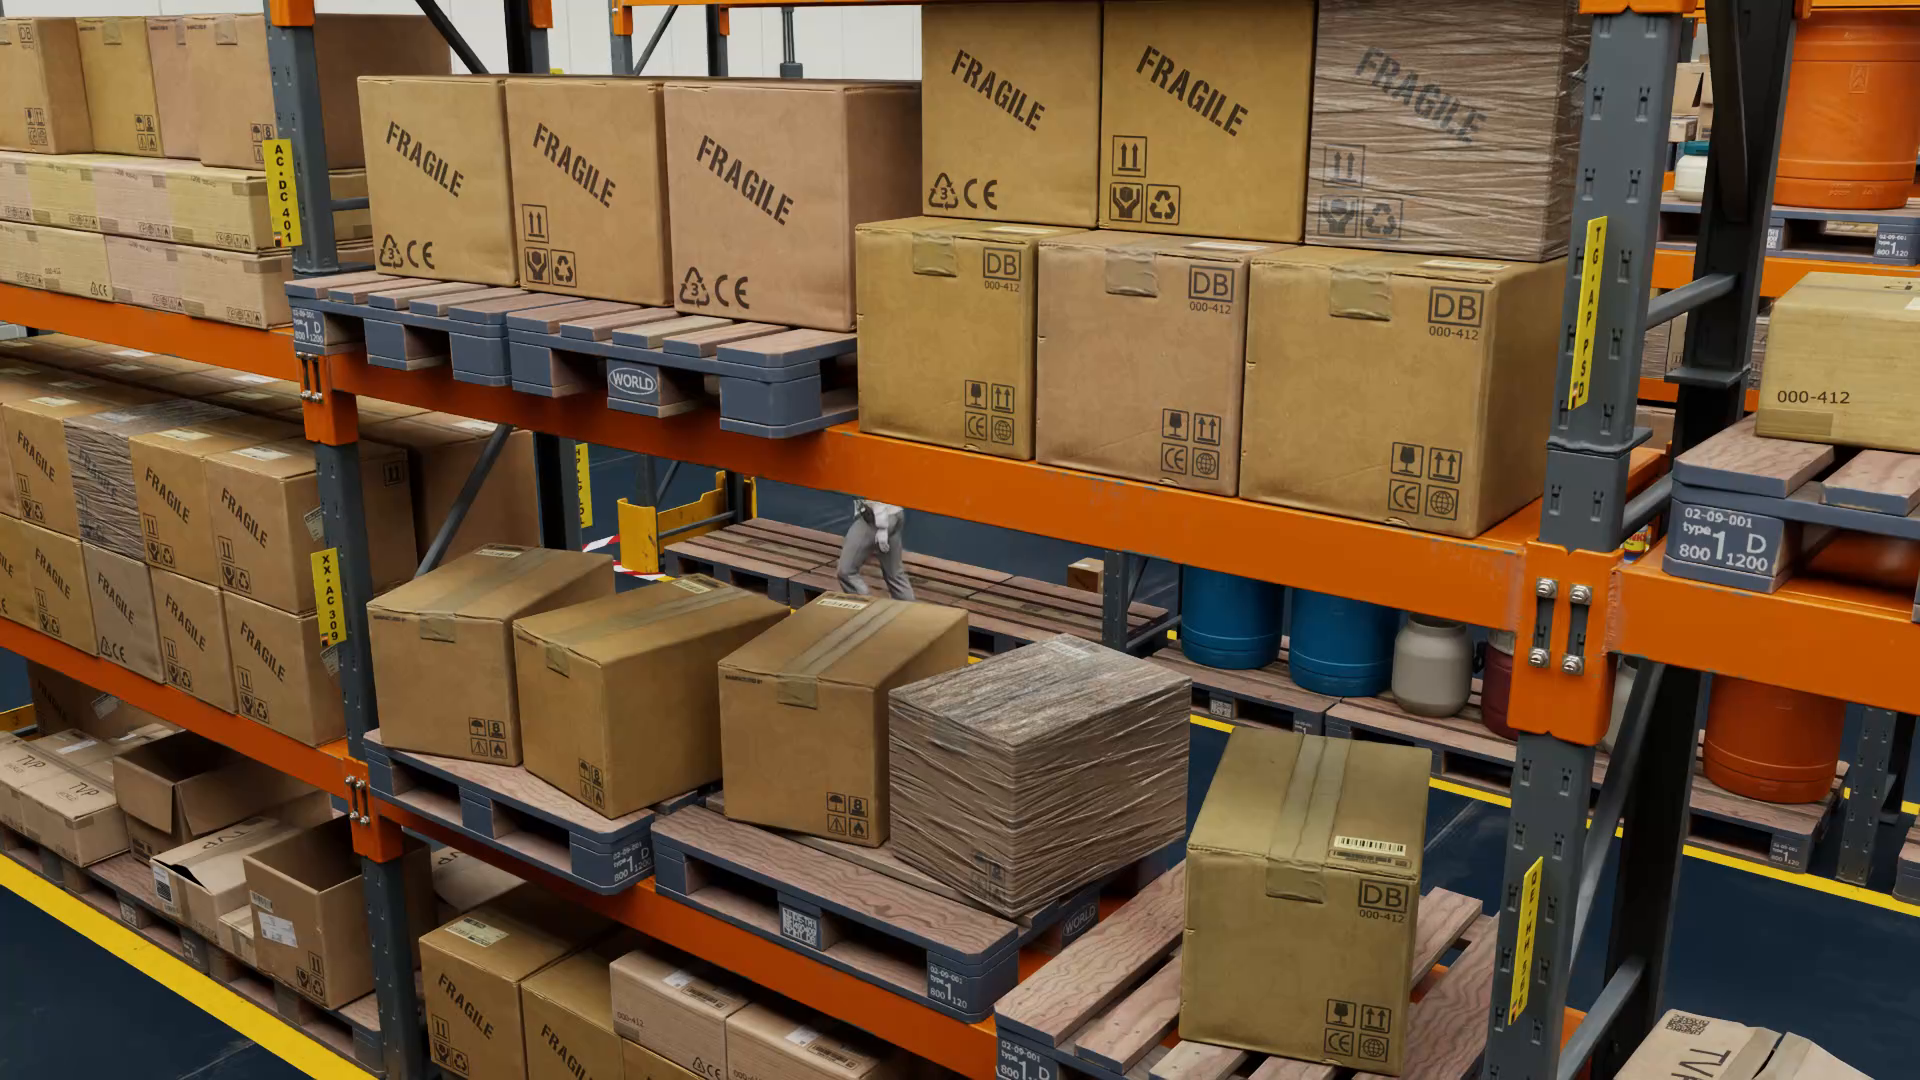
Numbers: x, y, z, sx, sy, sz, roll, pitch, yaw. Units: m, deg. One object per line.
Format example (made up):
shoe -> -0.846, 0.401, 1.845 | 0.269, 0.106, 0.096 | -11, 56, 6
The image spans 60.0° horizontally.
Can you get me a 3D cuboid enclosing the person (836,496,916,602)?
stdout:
person -> -0.492, -0.118, 10.390 | 0.514, 1.692, 0.512 | 4, 17, 13
